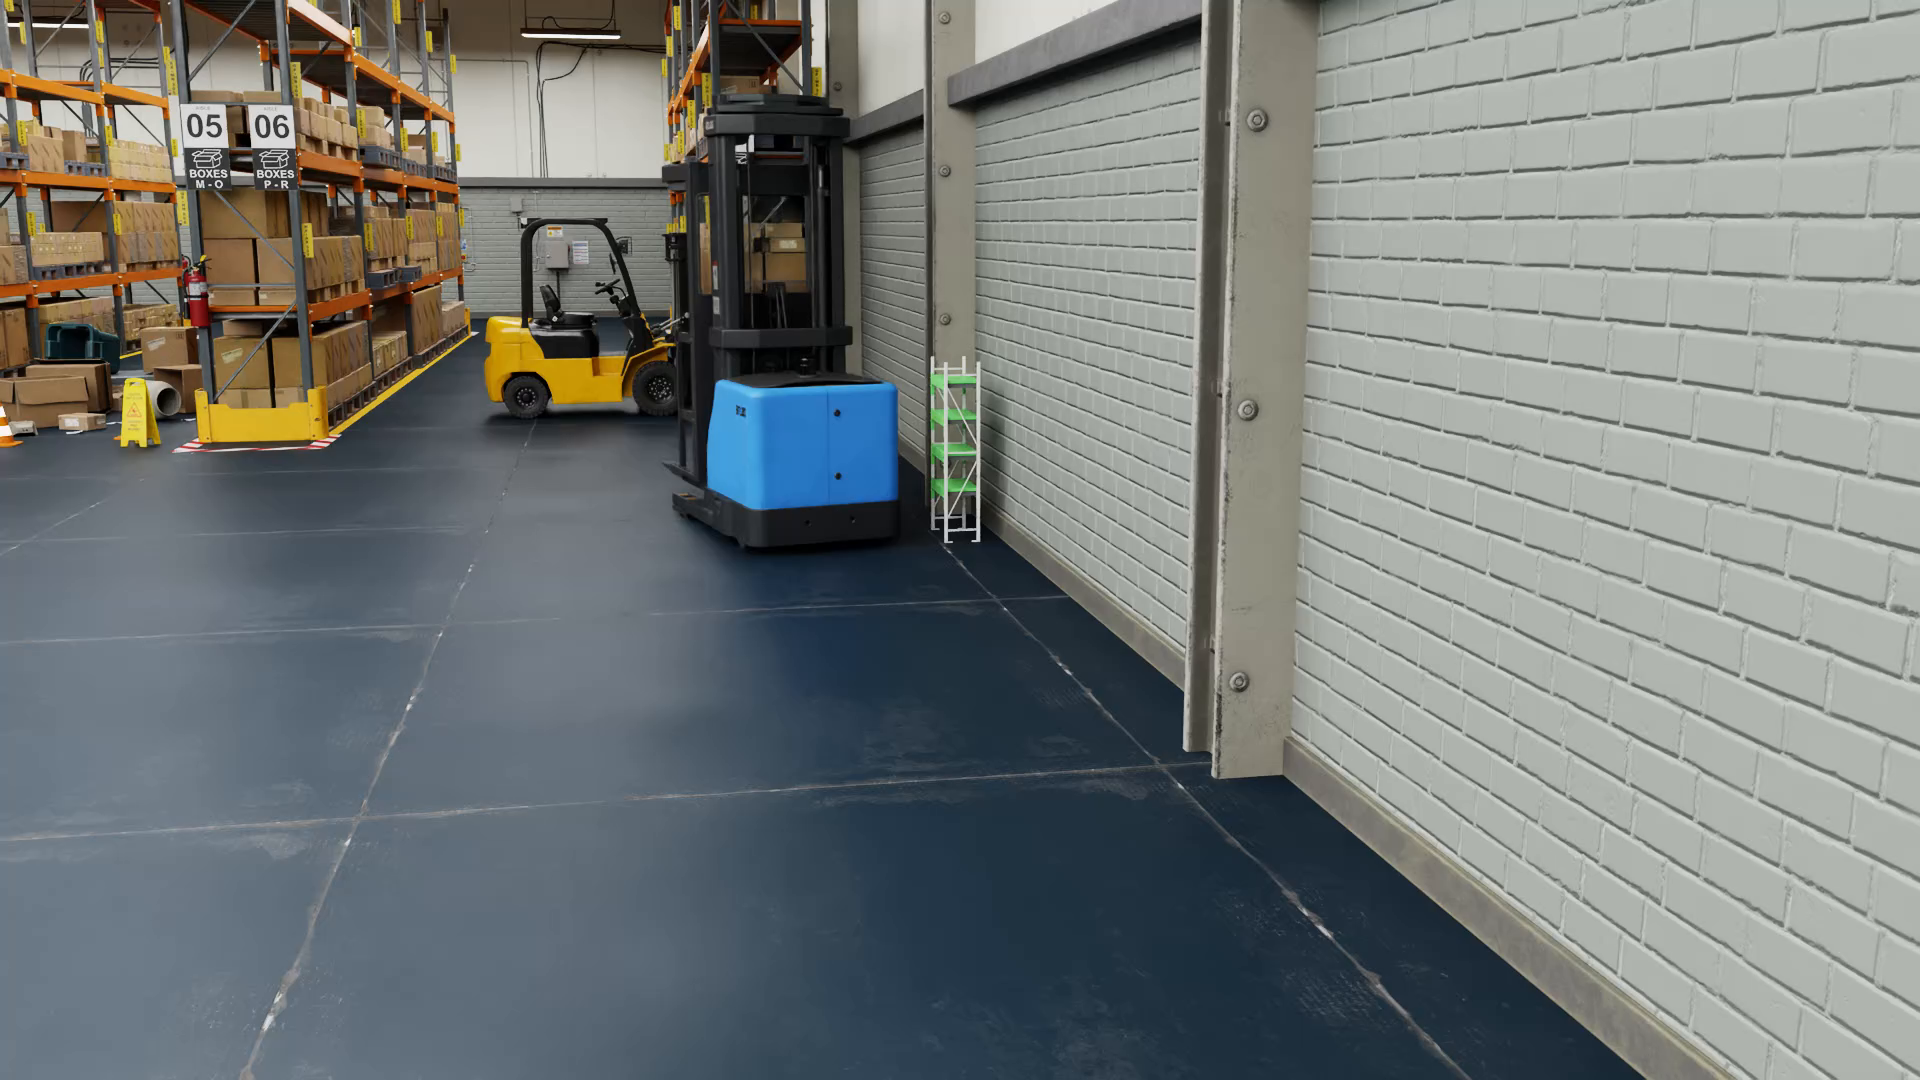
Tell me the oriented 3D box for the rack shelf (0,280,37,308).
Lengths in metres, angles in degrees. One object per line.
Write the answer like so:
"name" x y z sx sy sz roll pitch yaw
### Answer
"rack shelf" -12.860 -3.006 20.893 1.077 0.370 4.000 -2 11 -11

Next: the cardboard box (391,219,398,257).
"cardboard box" -7.841 -4.066 22.353 0.500 0.500 0.500 -3 11 -15

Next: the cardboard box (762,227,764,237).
"cardboard box" -1.927 -3.319 17.817 0.380 0.149 0.250 -2 11 -10

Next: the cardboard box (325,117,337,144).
"cardboard box" -6.987 -4.387 17.806 0.500 0.250 0.500 -2 11 -10

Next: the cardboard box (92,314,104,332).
"cardboard box" -13.536 -3.218 25.643 0.500 0.500 0.500 -2 11 -12

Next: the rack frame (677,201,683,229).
"rack frame" -4.323 -4.840 28.603 1.000 3.000 0.127 -2 11 -11

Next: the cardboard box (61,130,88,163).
"cardboard box" -14.061 -6.116 25.893 0.700 0.500 0.500 -2 11 -11

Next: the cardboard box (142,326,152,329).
"cardboard box" -14.074 -3.581 28.490 0.380 0.149 0.250 -2 11 -13

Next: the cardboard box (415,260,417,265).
"cardboard box" -8.378 -4.044 24.822 0.500 0.250 0.500 -2 11 -13

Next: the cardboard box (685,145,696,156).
"cardboard box" -3.775 -5.646 24.047 0.380 0.166 0.250 -2 11 -11

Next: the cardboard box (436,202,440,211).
"cardboard box" -9.142 -5.725 28.575 0.380 0.149 0.250 -2 11 -11

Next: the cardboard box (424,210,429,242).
"cardboard box" -8.670 -4.938 26.176 0.500 0.500 0.500 -2 11 -9

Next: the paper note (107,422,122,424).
"paper note" -9.011 -1.256 17.744 0.148 0.019 0.142 2 11 9

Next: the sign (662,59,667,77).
"sign" -5.633 -8.999 31.698 0.100 0.325 0.005 -2 11 -11

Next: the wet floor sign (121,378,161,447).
"wet floor sign" -7.869 -1.228 15.920 0.267 0.644 0.232 2 11 9

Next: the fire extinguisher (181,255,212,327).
"fire extinguisher" -7.287 -2.382 15.897 0.296 0.674 0.183 -2 11 -11

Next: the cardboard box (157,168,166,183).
"cardboard box" -14.350 -6.427 29.318 0.500 0.250 0.500 -2 11 -11

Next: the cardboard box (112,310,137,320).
"cardboard box" -14.056 -3.773 27.909 0.380 0.149 0.250 -2 11 -12

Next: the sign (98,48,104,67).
"sign" -15.337 -8.619 29.703 0.100 0.325 0.005 -2 11 -11

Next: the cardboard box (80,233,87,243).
"cardboard box" -13.604 -4.624 25.426 0.380 0.149 0.250 -2 11 -11

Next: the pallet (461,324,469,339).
"pallet" -9.736 -3.879 31.011 1.003 0.211 1.213 -2 11 -11

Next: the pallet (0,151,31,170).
"pallet" -13.071 -4.991 21.880 1.213 0.211 1.003 -2 11 -8

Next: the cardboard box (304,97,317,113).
"cardboard box" -6.754 -4.415 16.886 0.380 0.149 0.250 -2 11 -11

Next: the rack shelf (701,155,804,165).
"rack shelf" -2.378 -4.126 18.754 1.077 0.370 4.000 -2 11 -11

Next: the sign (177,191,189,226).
"sign" -7.405 -3.165 15.863 0.100 0.325 0.005 -2 11 -11

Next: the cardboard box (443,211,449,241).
"cardboard box" -9.226 -5.482 29.037 0.500 0.500 0.500 -2 11 -10

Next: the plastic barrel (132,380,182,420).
"plastic barrel" -8.744 -1.516 18.030 0.512 0.421 0.421 6 12 28

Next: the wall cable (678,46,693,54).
"wall cable" -4.942 -12.335 37.060 2.988 3.039 0.133 -2 11 -11

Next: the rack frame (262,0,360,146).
"rack frame" -7.635 -6.139 19.381 1.000 3.000 0.127 -2 11 -11

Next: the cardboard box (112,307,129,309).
"cardboard box" -14.767 -3.993 29.062 0.380 0.149 0.250 -2 11 -9

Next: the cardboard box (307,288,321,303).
"cardboard box" -6.755 -2.502 16.990 0.380 0.149 0.250 -2 11 -13

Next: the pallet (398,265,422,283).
"pallet" -8.170 -3.704 23.148 1.213 0.211 1.003 -2 11 -11

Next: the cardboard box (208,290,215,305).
"cardboard box" -7.297 -2.438 16.654 0.380 0.149 0.250 -2 11 -12

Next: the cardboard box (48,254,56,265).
"cardboard box" -13.297 -4.047 23.986 0.380 0.149 0.250 -2 11 -8

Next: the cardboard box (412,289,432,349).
"cardboard box" -8.635 -3.381 25.498 0.875 0.875 0.875 -2 11 -10

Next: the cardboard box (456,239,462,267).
"cardboard box" -9.615 -5.363 31.082 0.500 0.500 0.500 -2 11 -11

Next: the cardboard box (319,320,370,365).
"cardboard box" -7.256 -2.317 19.571 0.500 0.500 0.500 -2 11 -12

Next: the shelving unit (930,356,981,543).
"shelving unit" -0.032 -0.620 11.244 0.258 1.200 0.503 -2 11 -11

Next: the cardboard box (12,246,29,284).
"cardboard box" -12.898 -3.703 22.361 0.500 0.500 0.500 -2 11 -11

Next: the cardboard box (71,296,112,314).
"cardboard box" -13.634 -3.680 26.063 0.500 0.250 0.500 -2 11 -13

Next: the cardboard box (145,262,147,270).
"cardboard box" -14.162 -4.688 28.476 0.380 0.149 0.250 -2 11 -9

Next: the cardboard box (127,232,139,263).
"cardboard box" -13.979 -4.846 27.571 0.500 0.500 0.500 -2 11 -11

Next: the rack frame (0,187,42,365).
"rack frame" -13.249 -3.727 22.753 1.000 3.000 0.127 -2 11 -11

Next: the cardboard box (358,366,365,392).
"cardboard box" -7.143 -1.851 19.130 0.500 0.250 0.500 -2 11 -13

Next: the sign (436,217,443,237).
"sign" -8.660 -5.210 27.663 0.100 0.325 0.005 -2 11 -11

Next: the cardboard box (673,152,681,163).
"cardboard box" -4.413 -6.142 26.703 0.380 0.149 0.250 -2 11 -10

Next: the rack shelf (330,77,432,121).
"rack shelf" -8.802 -6.689 25.267 1.077 0.370 4.000 -2 11 -11

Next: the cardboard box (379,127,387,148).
"cardboard box" -7.455 -5.012 20.765 0.500 0.250 0.500 -2 11 -12

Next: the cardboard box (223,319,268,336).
"cardboard box" -7.406 -2.203 17.238 0.380 0.149 0.250 -2 11 -9

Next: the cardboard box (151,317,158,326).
"cardboard box" -14.093 -3.772 28.700 0.380 0.149 0.250 -2 11 -10

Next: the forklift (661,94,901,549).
"forklift" -1.455 -1.615 11.841 1.130 2.935 3.031 -5 12 -24

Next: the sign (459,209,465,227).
"sign" -9.434 -6.095 31.465 0.100 0.325 0.005 -2 11 -11

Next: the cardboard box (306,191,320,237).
"cardboard box" -7.684 -3.695 18.850 0.700 0.500 0.500 -2 11 -11

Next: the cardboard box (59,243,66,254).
"cardboard box" -13.398 -4.288 24.455 0.380 0.149 0.250 -2 11 -12

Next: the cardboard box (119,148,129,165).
"cardboard box" -13.977 -6.294 27.285 0.500 0.250 0.500 -2 11 -11
